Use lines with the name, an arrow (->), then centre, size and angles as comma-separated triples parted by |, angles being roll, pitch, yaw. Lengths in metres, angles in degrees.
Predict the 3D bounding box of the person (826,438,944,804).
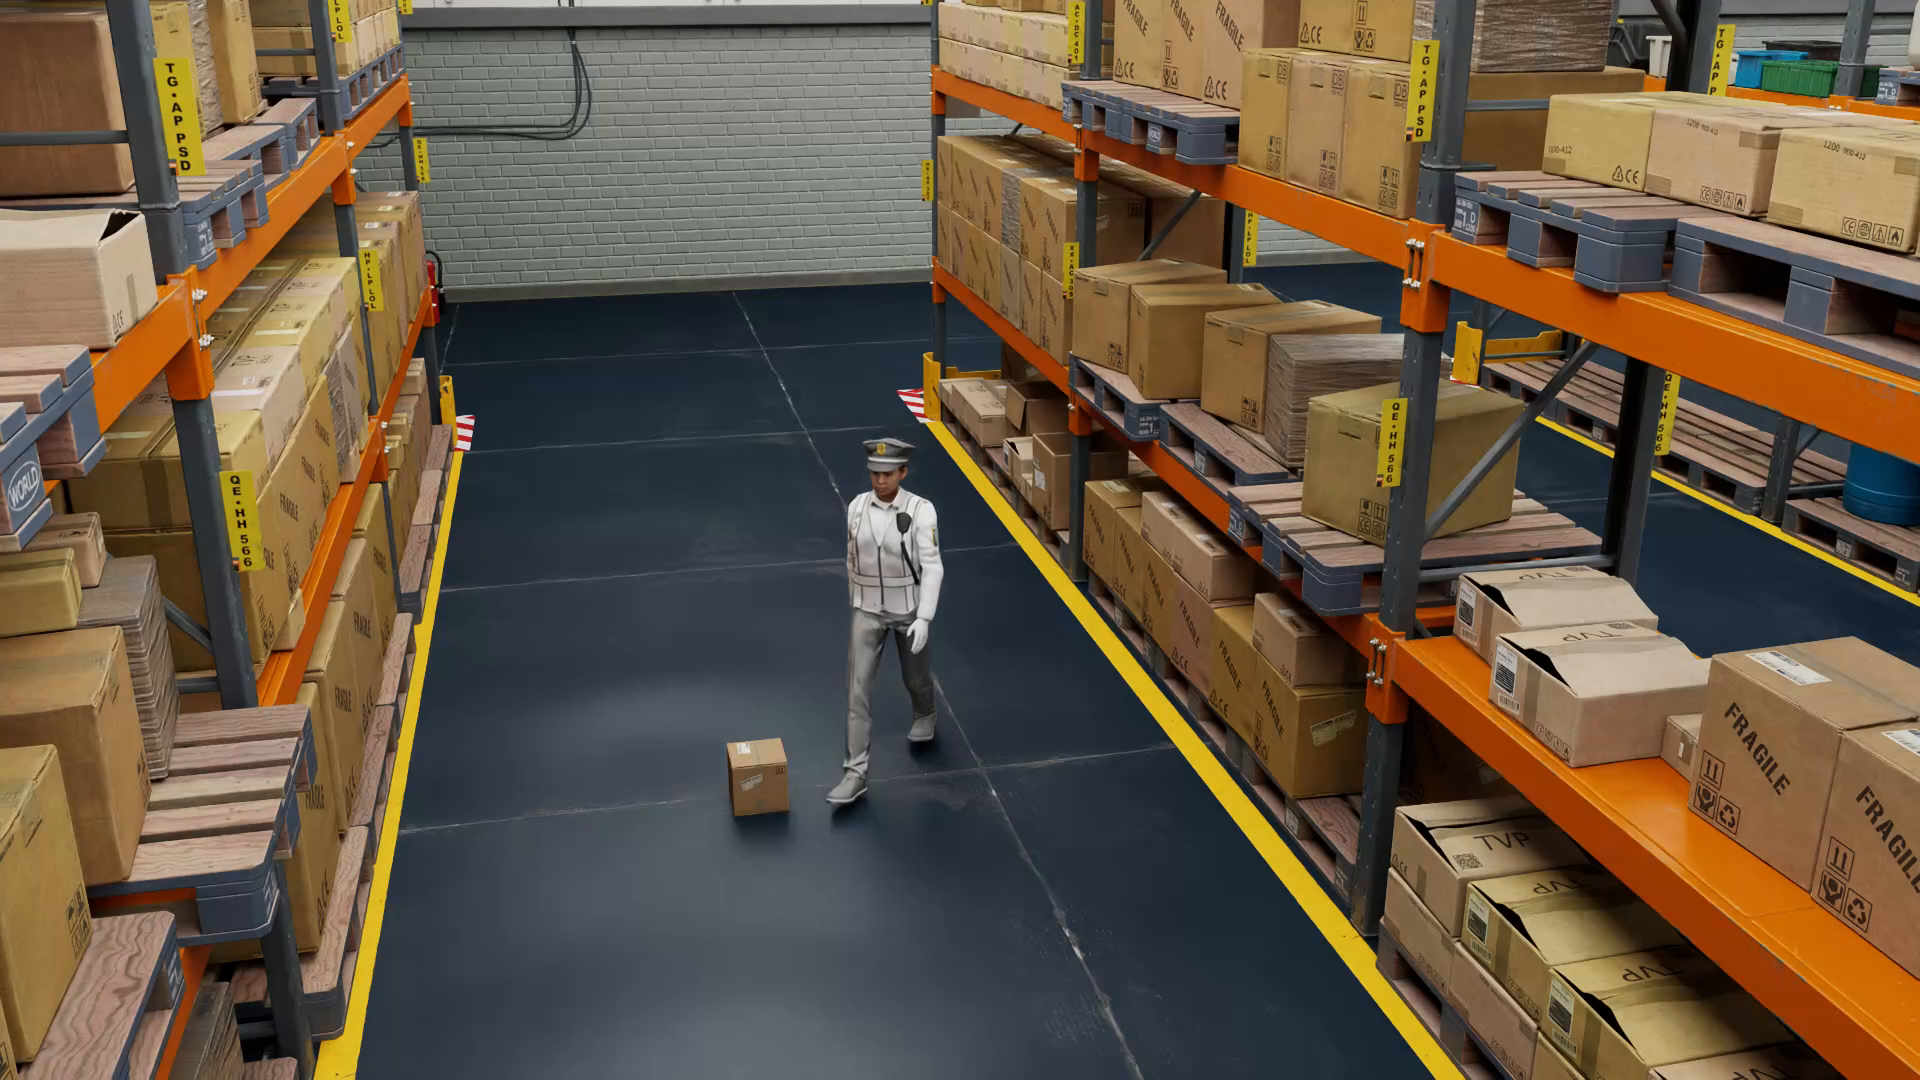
person -> -0.322, 0.332, 7.637 | 0.496, 1.625, 0.982 | 4, 20, 10
